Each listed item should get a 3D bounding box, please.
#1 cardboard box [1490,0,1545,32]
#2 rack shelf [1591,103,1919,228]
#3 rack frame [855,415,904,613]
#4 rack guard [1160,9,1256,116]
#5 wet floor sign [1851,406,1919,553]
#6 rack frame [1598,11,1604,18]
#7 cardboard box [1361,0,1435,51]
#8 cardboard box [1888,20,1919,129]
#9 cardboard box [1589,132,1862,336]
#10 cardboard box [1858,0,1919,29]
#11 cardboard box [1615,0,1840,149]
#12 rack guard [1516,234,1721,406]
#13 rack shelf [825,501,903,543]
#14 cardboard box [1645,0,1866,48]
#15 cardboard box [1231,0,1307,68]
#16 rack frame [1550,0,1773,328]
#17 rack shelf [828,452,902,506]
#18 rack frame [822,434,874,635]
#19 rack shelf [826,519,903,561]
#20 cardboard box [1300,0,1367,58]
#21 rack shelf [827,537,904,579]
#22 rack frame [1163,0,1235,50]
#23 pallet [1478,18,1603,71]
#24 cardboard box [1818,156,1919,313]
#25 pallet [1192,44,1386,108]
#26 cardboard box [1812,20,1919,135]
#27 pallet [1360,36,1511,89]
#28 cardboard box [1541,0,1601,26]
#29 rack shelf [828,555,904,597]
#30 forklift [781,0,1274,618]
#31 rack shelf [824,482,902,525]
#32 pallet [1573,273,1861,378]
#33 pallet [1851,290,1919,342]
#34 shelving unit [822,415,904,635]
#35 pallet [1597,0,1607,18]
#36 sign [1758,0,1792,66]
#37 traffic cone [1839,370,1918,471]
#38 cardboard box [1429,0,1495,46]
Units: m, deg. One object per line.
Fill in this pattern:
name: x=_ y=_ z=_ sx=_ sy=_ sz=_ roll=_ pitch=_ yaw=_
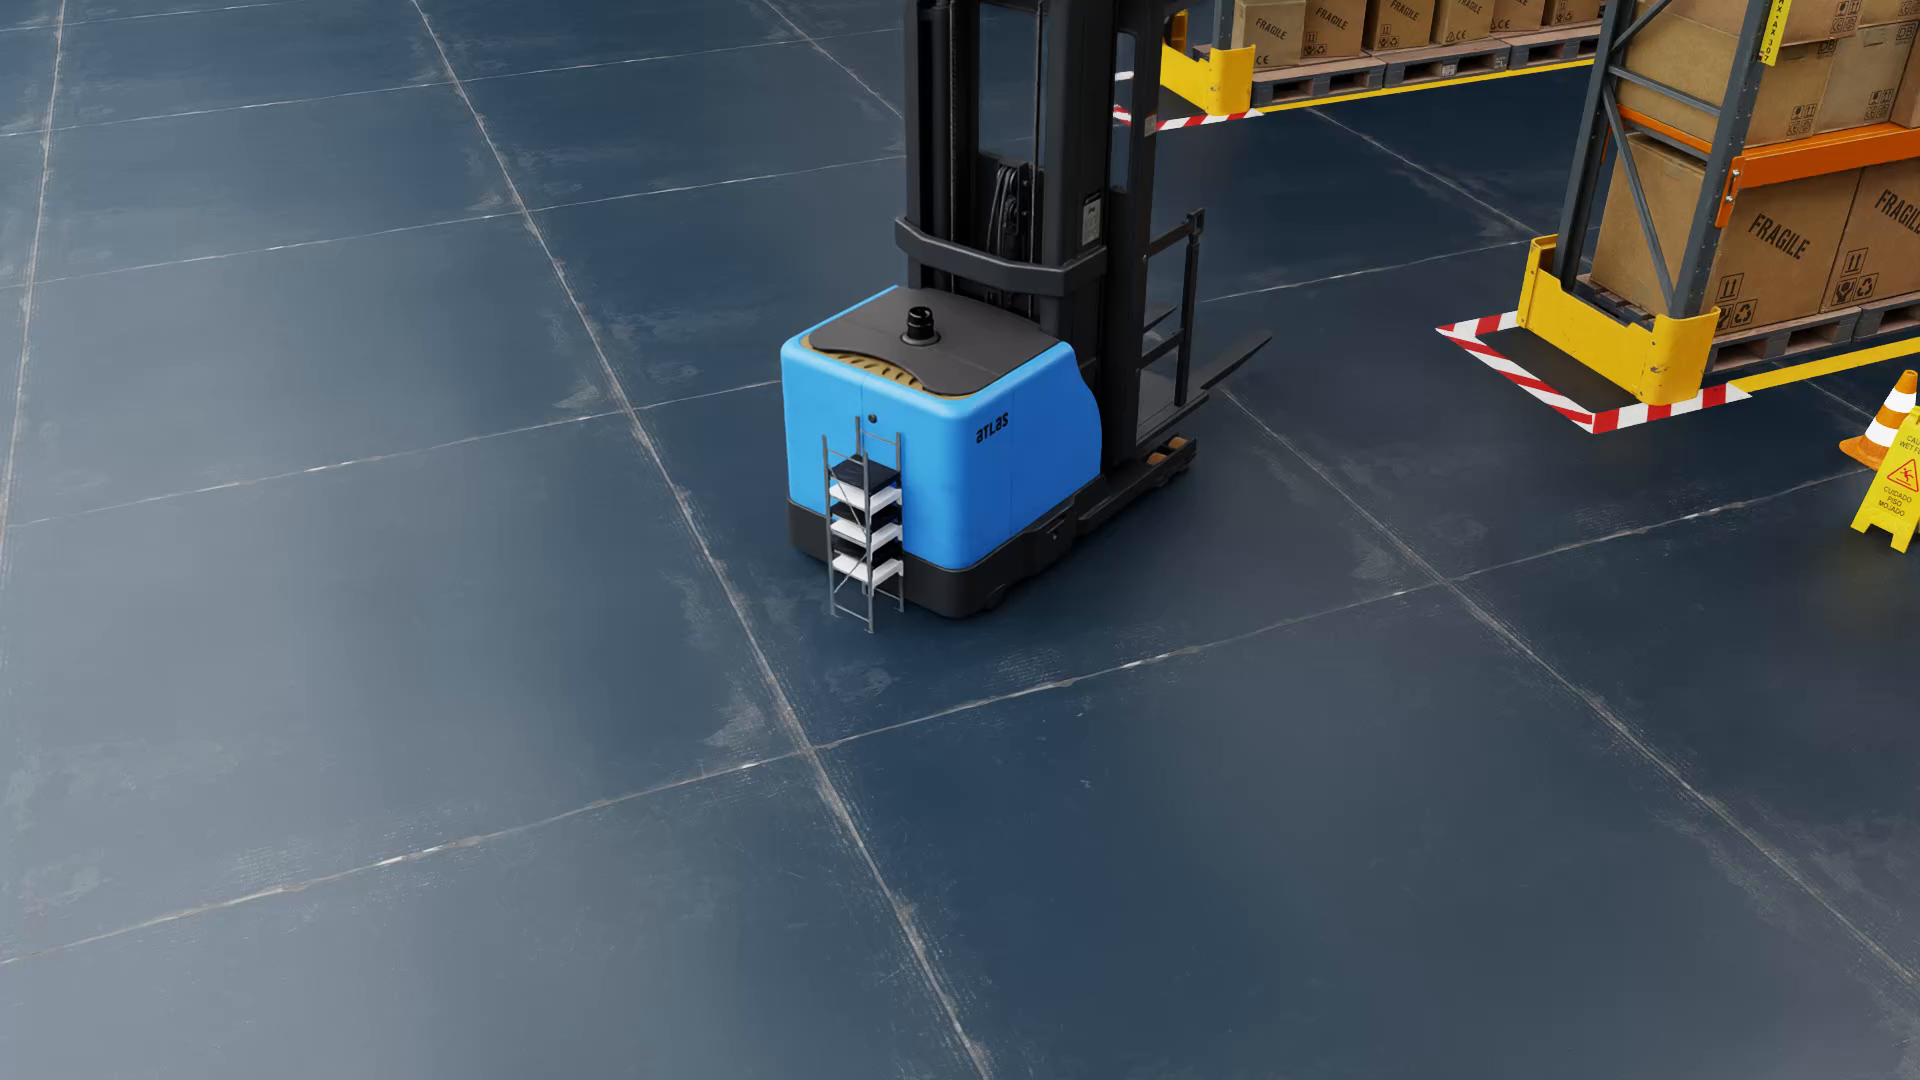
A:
cardboard box: x=4.582 y=-4.592 z=13.963 sx=0.500 sy=0.500 sz=0.500 roll=-2 pitch=33 yaw=-4
rack shelf: x=5.474 y=-2.413 z=9.368 sx=4.000 sy=0.370 sz=1.077 roll=-13 pitch=35 yaw=-19
rack frame: x=-0.340 y=-0.099 z=7.078 sx=0.240 sy=0.900 sz=0.006 roll=23 pitch=40 yaw=31
rack guard: x=1.873 y=-3.776 z=13.095 sx=0.348 sy=0.500 sz=1.175 roll=-13 pitch=35 yaw=-19
wet floor sign: x=4.370 y=-0.304 z=7.625 sx=0.232 sy=0.644 sz=0.267 roll=-19 pitch=38 yaw=-27
rack frame: x=5.491 y=-5.652 z=13.687 sx=0.127 sy=3.000 sz=1.000 roll=-13 pitch=35 yaw=-19
cardboard box: x=3.508 y=-4.326 z=13.555 sx=0.500 sy=0.500 sz=0.500 roll=-10 pitch=34 yaw=-14
cardboard box: x=5.018 y=-2.639 z=8.917 sx=0.550 sy=0.550 sz=0.875 roll=-13 pitch=35 yaw=-19
cardboard box: x=4.230 y=-1.754 z=9.259 sx=0.875 sy=0.875 sz=0.875 roll=-13 pitch=35 yaw=-19
cardboard box: x=4.459 y=-3.029 z=8.528 sx=0.550 sy=0.550 sz=0.875 roll=-13 pitch=35 yaw=-19
cardboard box: x=3.955 y=-2.456 z=8.637 sx=0.550 sy=0.550 sz=0.875 roll=-13 pitch=35 yaw=-19
rack guard: x=3.608 y=-1.240 z=9.197 sx=0.348 sy=0.500 sz=1.175 roll=-13 pitch=35 yaw=-19
rack shelf: x=-0.403 y=-0.103 z=6.979 sx=0.258 sy=0.077 sz=0.200 roll=23 pitch=40 yaw=31
cardboard box: x=3.987 y=-2.867 z=8.278 sx=0.550 sy=0.550 sz=0.875 roll=-13 pitch=35 yaw=-19
cardboard box: x=2.385 y=-4.060 z=13.146 sx=0.500 sy=0.500 sz=0.500 roll=-7 pitch=34 yaw=-10
rack frame: x=3.630 y=-2.292 z=8.523 sx=0.127 sy=3.000 sz=1.000 roll=-13 pitch=35 yaw=-19
rack shelf: x=-0.403 y=-0.254 z=6.881 sx=0.258 sy=0.077 sz=0.200 roll=23 pitch=40 yaw=31
rack frame: x=-0.465 y=-0.012 z=6.943 sx=0.240 sy=0.900 sz=0.006 roll=23 pitch=40 yaw=31
rack shelf: x=-0.403 y=-0.028 z=7.029 sx=0.258 sy=0.077 sz=0.200 roll=23 pitch=40 yaw=31
cardboard box: x=2.923 y=-4.203 z=13.366 sx=0.500 sy=0.500 sz=0.500 roll=-4 pitch=33 yaw=-6
rack shelf: x=-0.403 y=0.048 z=7.078 sx=0.258 sy=0.077 sz=0.200 roll=23 pitch=40 yaw=31
rack frame: x=1.803 y=-4.808 z=12.389 sx=0.127 sy=3.000 sz=1.000 roll=-13 pitch=35 yaw=-19
pallet: x=4.886 y=-4.324 z=14.202 sx=1.213 sy=0.211 sz=1.003 roll=-13 pitch=35 yaw=-19
cardboard box: x=5.040 y=-1.941 z=9.546 sx=0.875 sy=0.875 sz=0.875 roll=-13 pitch=35 yaw=-20
pallet: x=2.636 y=-3.809 z=13.410 sx=1.213 sy=0.211 sz=1.003 roll=-13 pitch=35 yaw=-19
cardboard box: x=4.453 y=-2.584 z=8.833 sx=0.550 sy=0.550 sz=0.875 roll=-13 pitch=35 yaw=-19
pallet: x=3.759 y=-4.064 z=13.803 sx=1.213 sy=0.211 sz=1.003 roll=-13 pitch=35 yaw=-19
cardboard box: x=5.107 y=-4.716 z=14.155 sx=0.500 sy=0.500 sz=0.500 roll=-14 pitch=36 yaw=-20
rack shelf: x=-0.403 y=0.123 z=7.127 sx=0.258 sy=0.077 sz=0.200 roll=23 pitch=40 yaw=31
forklift: x=0.521 y=-1.639 z=7.581 sx=1.130 sy=2.935 sz=3.031 roll=23 pitch=40 yaw=31
rack shelf: x=-0.403 y=-0.179 z=6.930 sx=0.258 sy=0.077 sz=0.200 roll=23 pitch=40 yaw=31
pallet: x=4.337 y=-1.332 z=9.603 sx=1.213 sy=0.211 sz=1.003 roll=-13 pitch=35 yaw=-19
pallet: x=5.460 y=-1.587 z=9.996 sx=1.213 sy=0.211 sz=1.003 roll=-13 pitch=35 yaw=-19
shelving unit: x=-0.403 y=-0.056 z=7.010 sx=0.258 sy=0.900 sz=0.210 roll=23 pitch=40 yaw=31
pallet: x=6.209 y=-4.649 z=14.701 sx=1.213 sy=0.211 sz=1.003 roll=-13 pitch=35 yaw=-19
sign: x=3.839 y=-2.408 z=7.834 sx=0.005 sy=0.325 sz=0.100 roll=-13 pitch=35 yaw=-19
traffic cone: x=4.670 y=-0.627 z=8.290 sx=0.334 sy=0.463 sz=0.336 roll=-13 pitch=35 yaw=-19
cardboard box: x=4.040 y=-4.421 z=13.701 sx=0.500 sy=0.500 sz=0.500 roll=-16 pitch=36 yaw=-23
